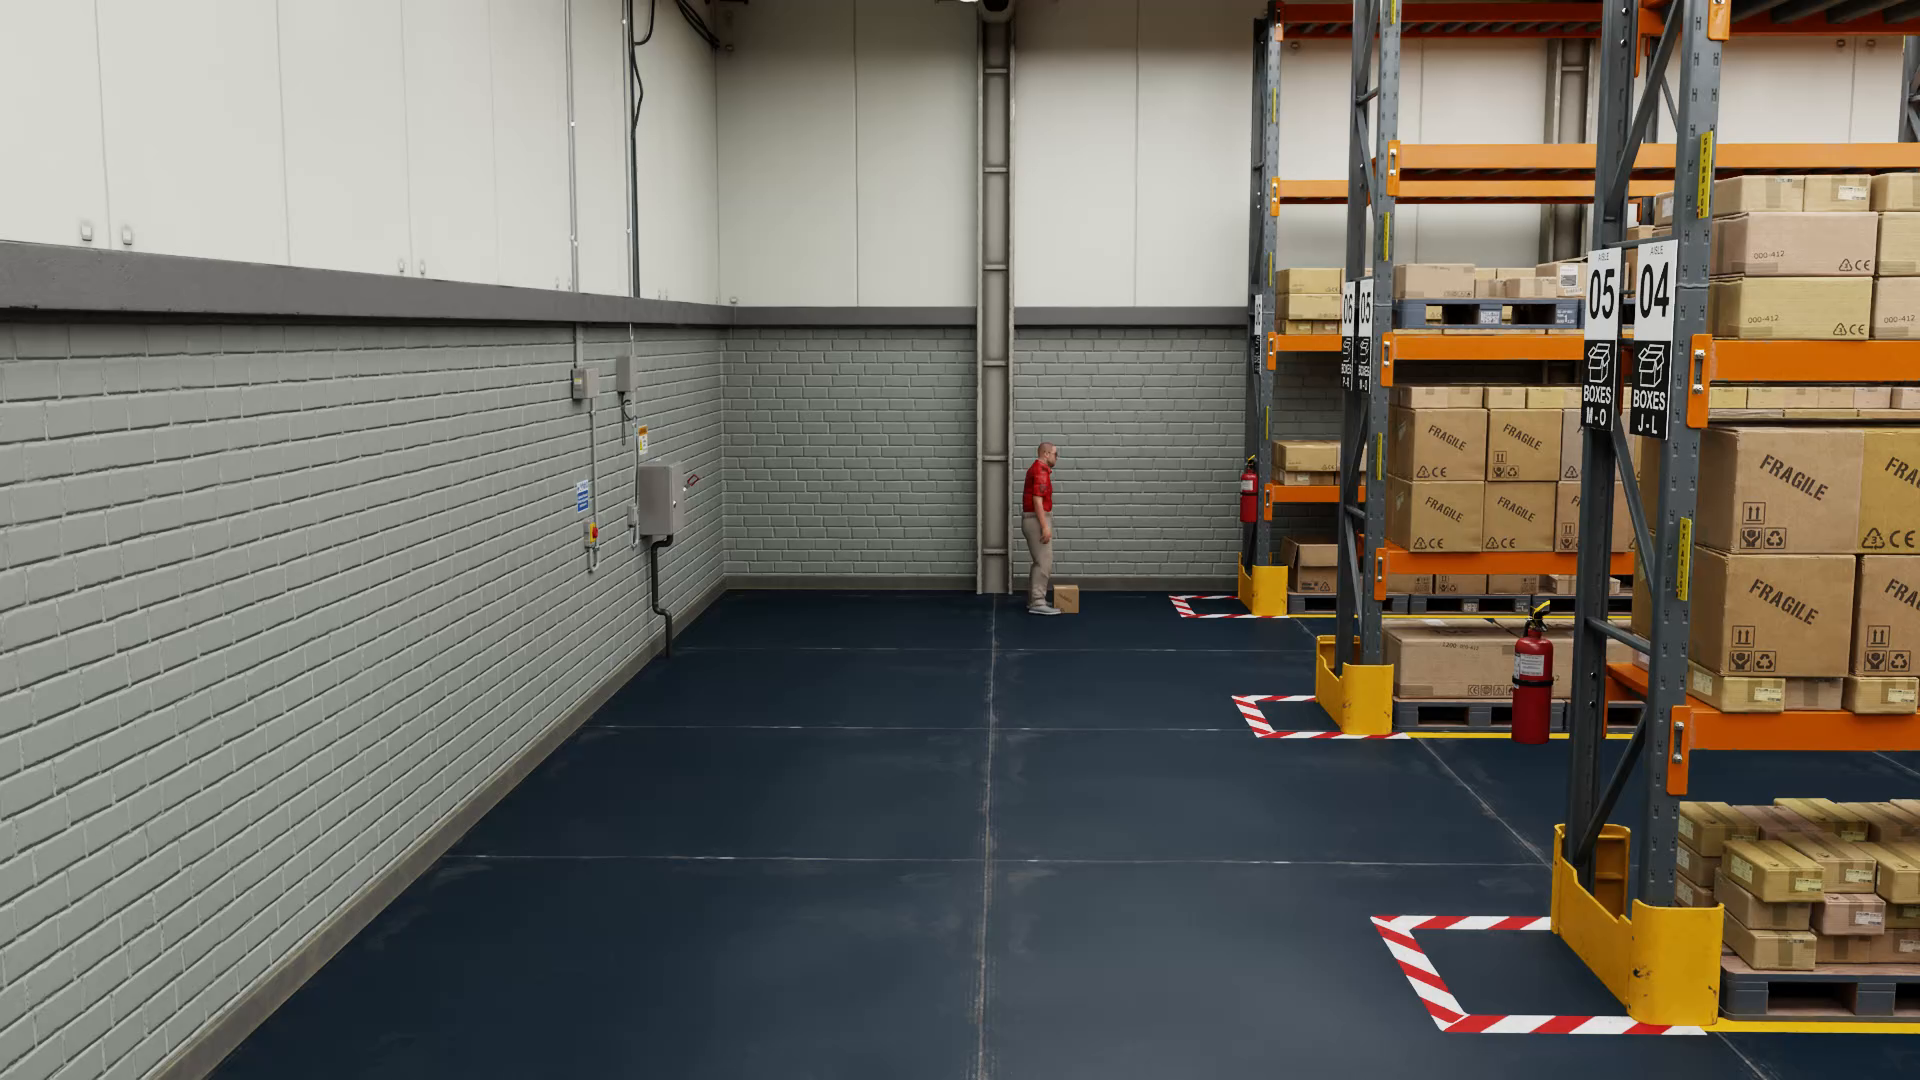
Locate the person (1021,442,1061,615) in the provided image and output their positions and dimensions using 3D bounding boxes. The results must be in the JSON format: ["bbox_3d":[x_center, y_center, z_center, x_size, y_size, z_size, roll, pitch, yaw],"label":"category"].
[{"bbox_3d":[0.821,-0.131,16.868,0.393,1.726,0.599,0,7,-2],"label":"person"}]
